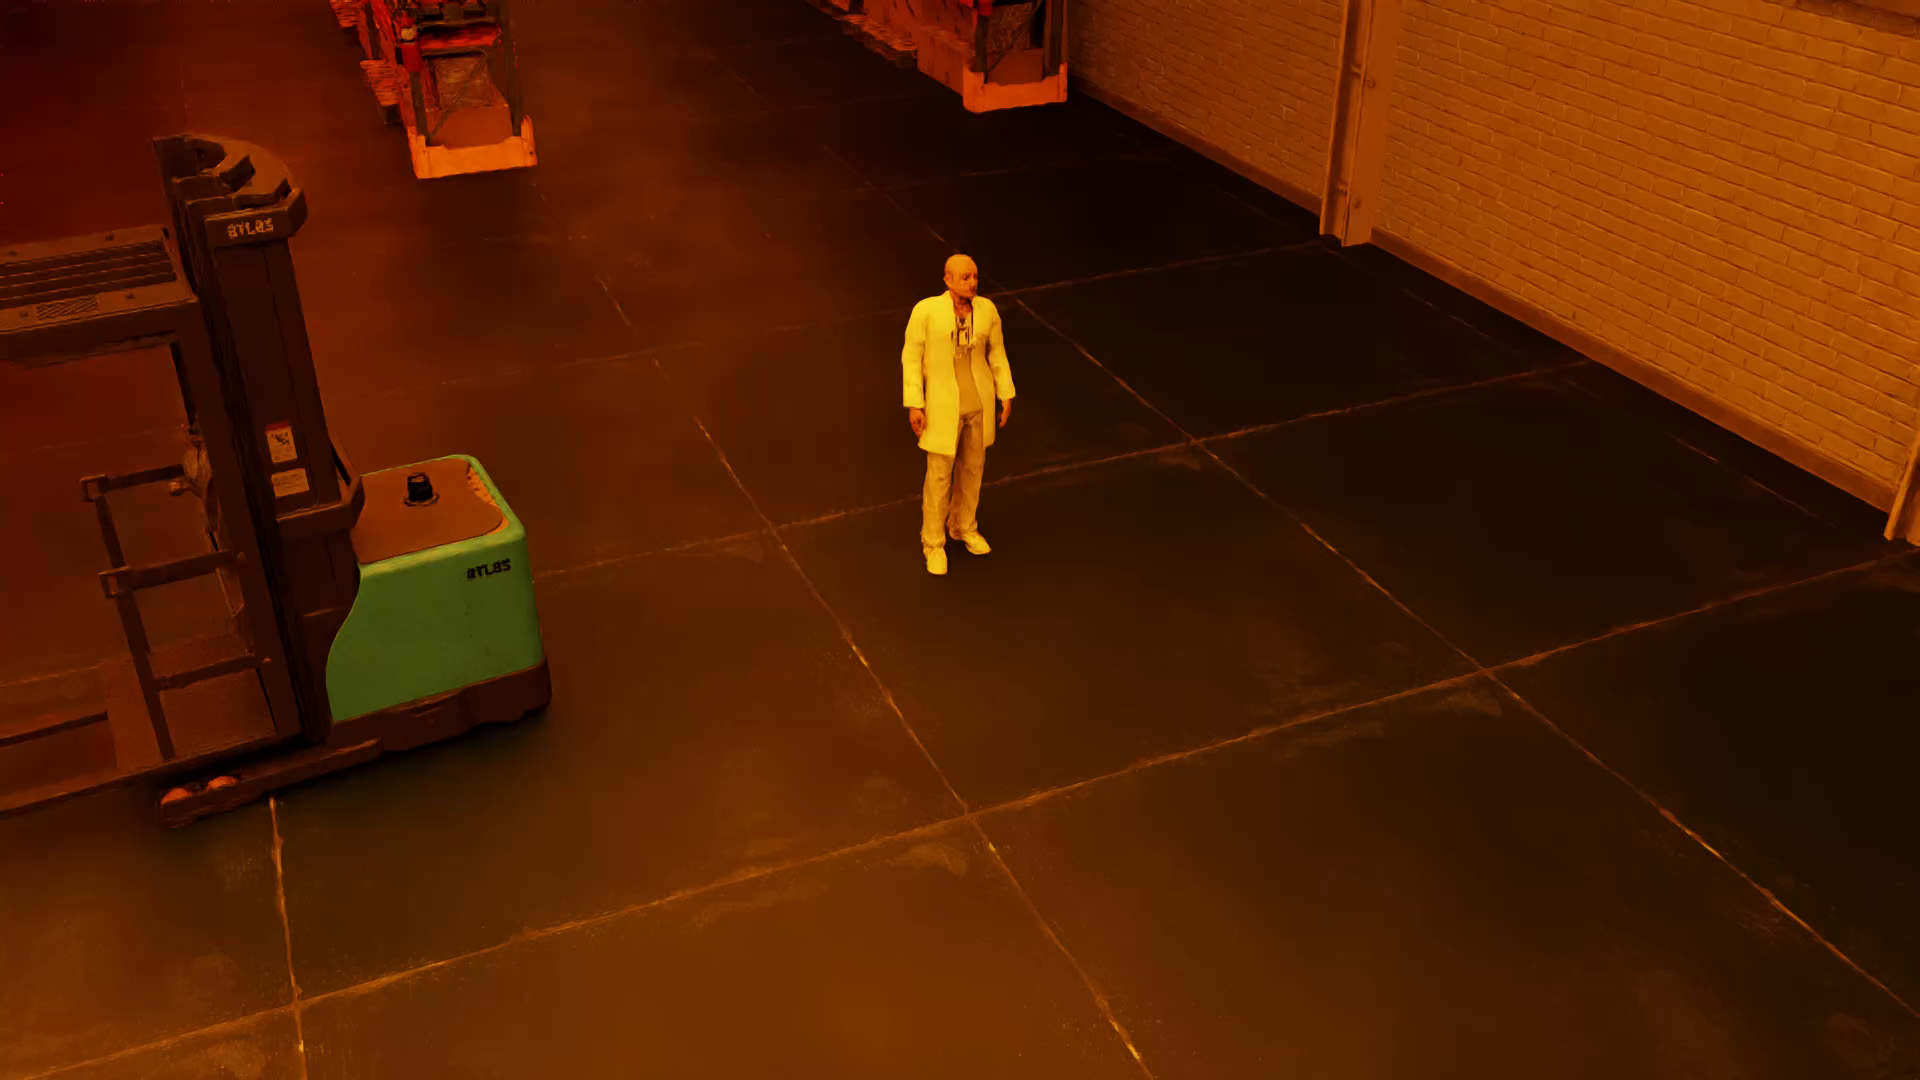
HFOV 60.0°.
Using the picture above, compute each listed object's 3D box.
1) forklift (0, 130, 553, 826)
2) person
[{"bbox_3d":[-3.630,-0.246,7.550,3.031,2.935,1.130,-16,33,-25],"label":"forklift"},{"bbox_3d":[0.032,-0.736,9.554,0.694,1.776,0.579,-12,32,-20],"label":"person"}]
